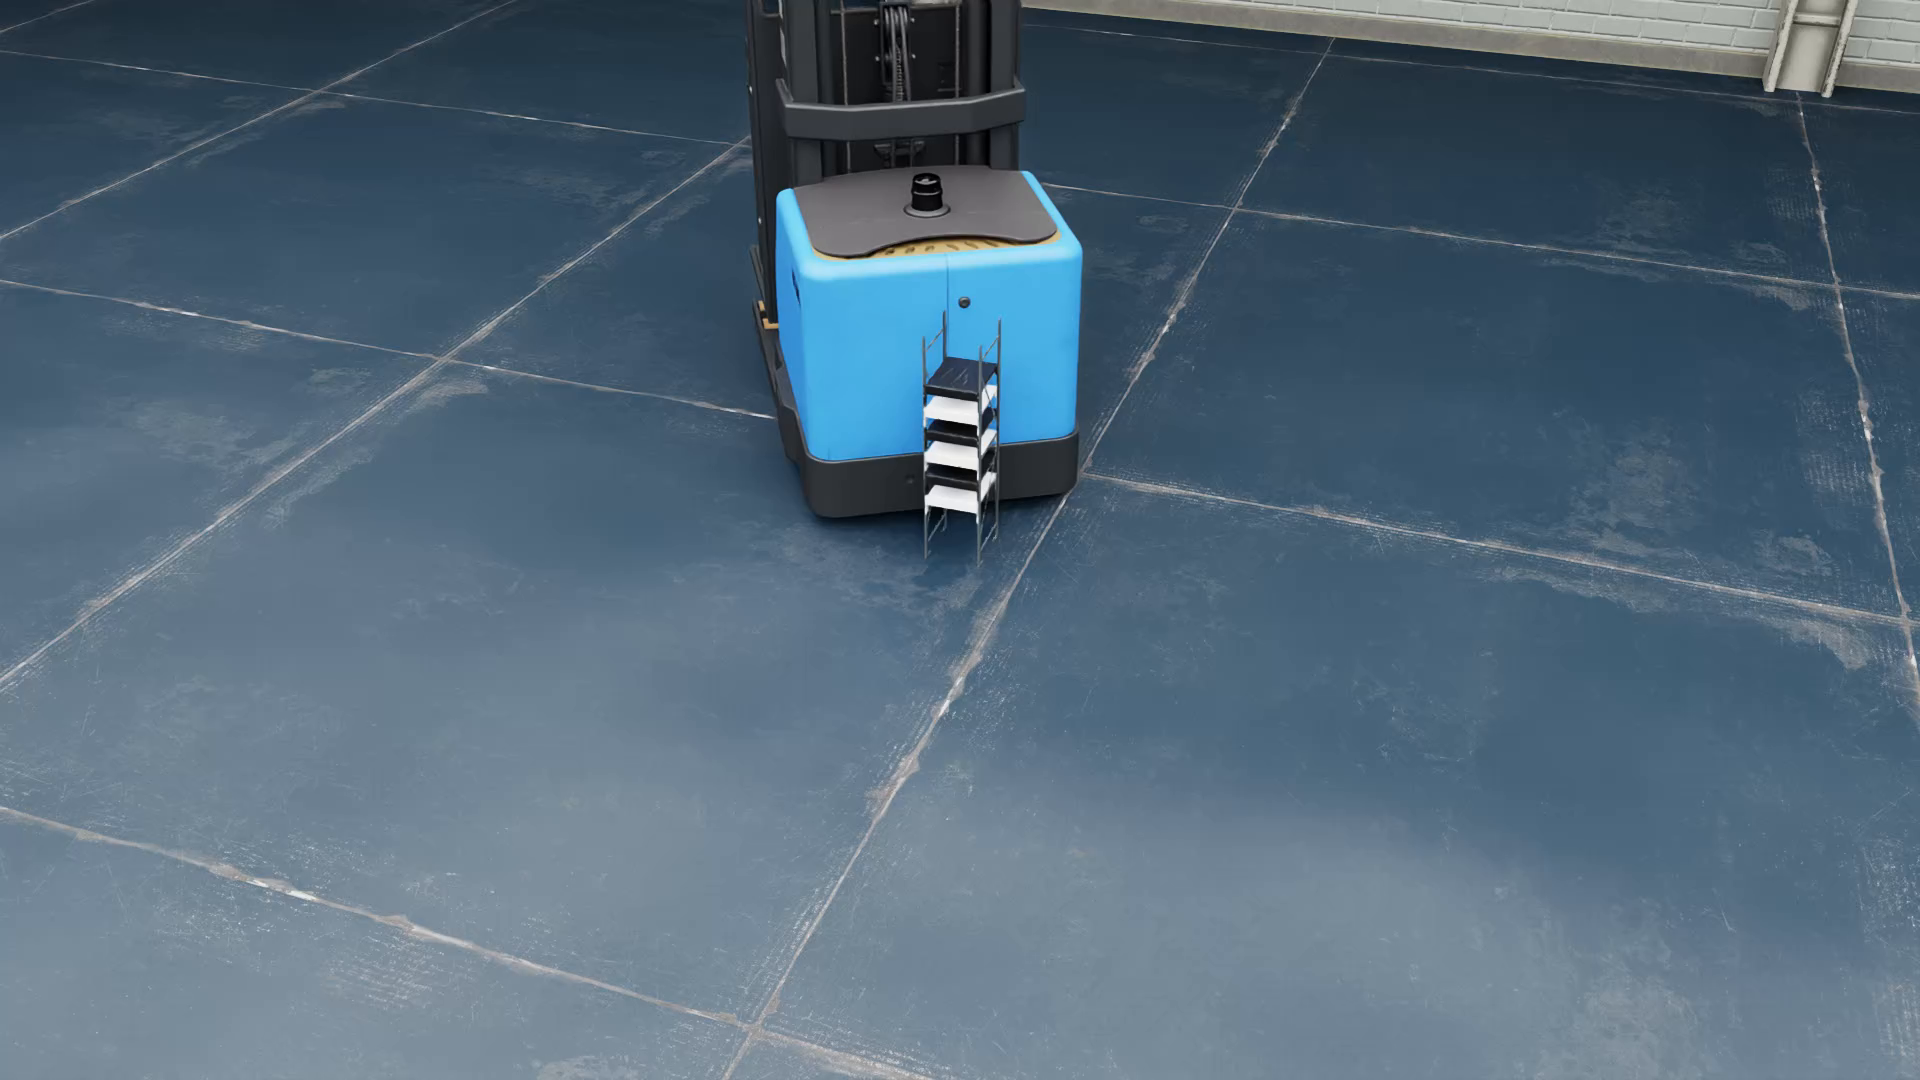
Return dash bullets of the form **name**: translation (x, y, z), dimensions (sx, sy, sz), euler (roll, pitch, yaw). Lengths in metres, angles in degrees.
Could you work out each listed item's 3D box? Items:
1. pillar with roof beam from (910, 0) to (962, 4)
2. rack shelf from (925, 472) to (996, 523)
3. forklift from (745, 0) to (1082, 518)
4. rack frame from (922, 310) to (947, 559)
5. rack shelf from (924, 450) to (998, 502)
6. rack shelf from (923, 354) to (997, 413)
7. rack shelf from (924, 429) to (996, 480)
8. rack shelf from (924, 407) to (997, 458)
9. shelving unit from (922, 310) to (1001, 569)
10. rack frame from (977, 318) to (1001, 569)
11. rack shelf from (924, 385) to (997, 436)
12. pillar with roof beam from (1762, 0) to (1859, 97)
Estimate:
- **pillar with roof beam**: translation (-1.664, -5.625, 6.665), dimensions (0.400, 9.000, 9.100), euler (11, 34, 16)
- **rack shelf**: translation (0.007, -0.173, 6.081), dimensions (0.200, 0.077, 0.258), euler (10, 34, 15)
- **forklift**: translation (-0.348, -2.105, 6.808), dimensions (1.130, 2.935, 3.031), euler (-6, 33, -10)
- **rack frame**: translation (-0.089, -0.369, 5.992), dimensions (0.006, 0.900, 0.240), euler (10, 34, 15)
- **rack shelf**: translation (0.007, -0.248, 6.033), dimensions (0.200, 0.077, 0.258), euler (10, 34, 15)
- **rack shelf**: translation (0.007, -0.551, 5.837), dimensions (0.200, 0.077, 0.258), euler (10, 34, 15)
- **rack shelf**: translation (0.007, -0.324, 5.984), dimensions (0.200, 0.077, 0.258), euler (10, 34, 15)
- **rack shelf**: translation (0.007, -0.400, 5.935), dimensions (0.200, 0.077, 0.258), euler (10, 34, 15)
- **shelving unit**: translation (0.007, -0.352, 5.966), dimensions (0.210, 0.900, 0.258), euler (10, 34, 15)
- **rack frame**: translation (0.104, -0.335, 5.939), dimensions (0.006, 0.900, 0.240), euler (10, 34, 15)
- **rack shelf**: translation (0.007, -0.475, 5.886), dimensions (0.200, 0.077, 0.258), euler (10, 34, 15)
- **pillar with roof beam**: translation (3.984, -4.527, 4.965), dimensions (0.400, 9.000, 9.100), euler (11, 34, 16)
